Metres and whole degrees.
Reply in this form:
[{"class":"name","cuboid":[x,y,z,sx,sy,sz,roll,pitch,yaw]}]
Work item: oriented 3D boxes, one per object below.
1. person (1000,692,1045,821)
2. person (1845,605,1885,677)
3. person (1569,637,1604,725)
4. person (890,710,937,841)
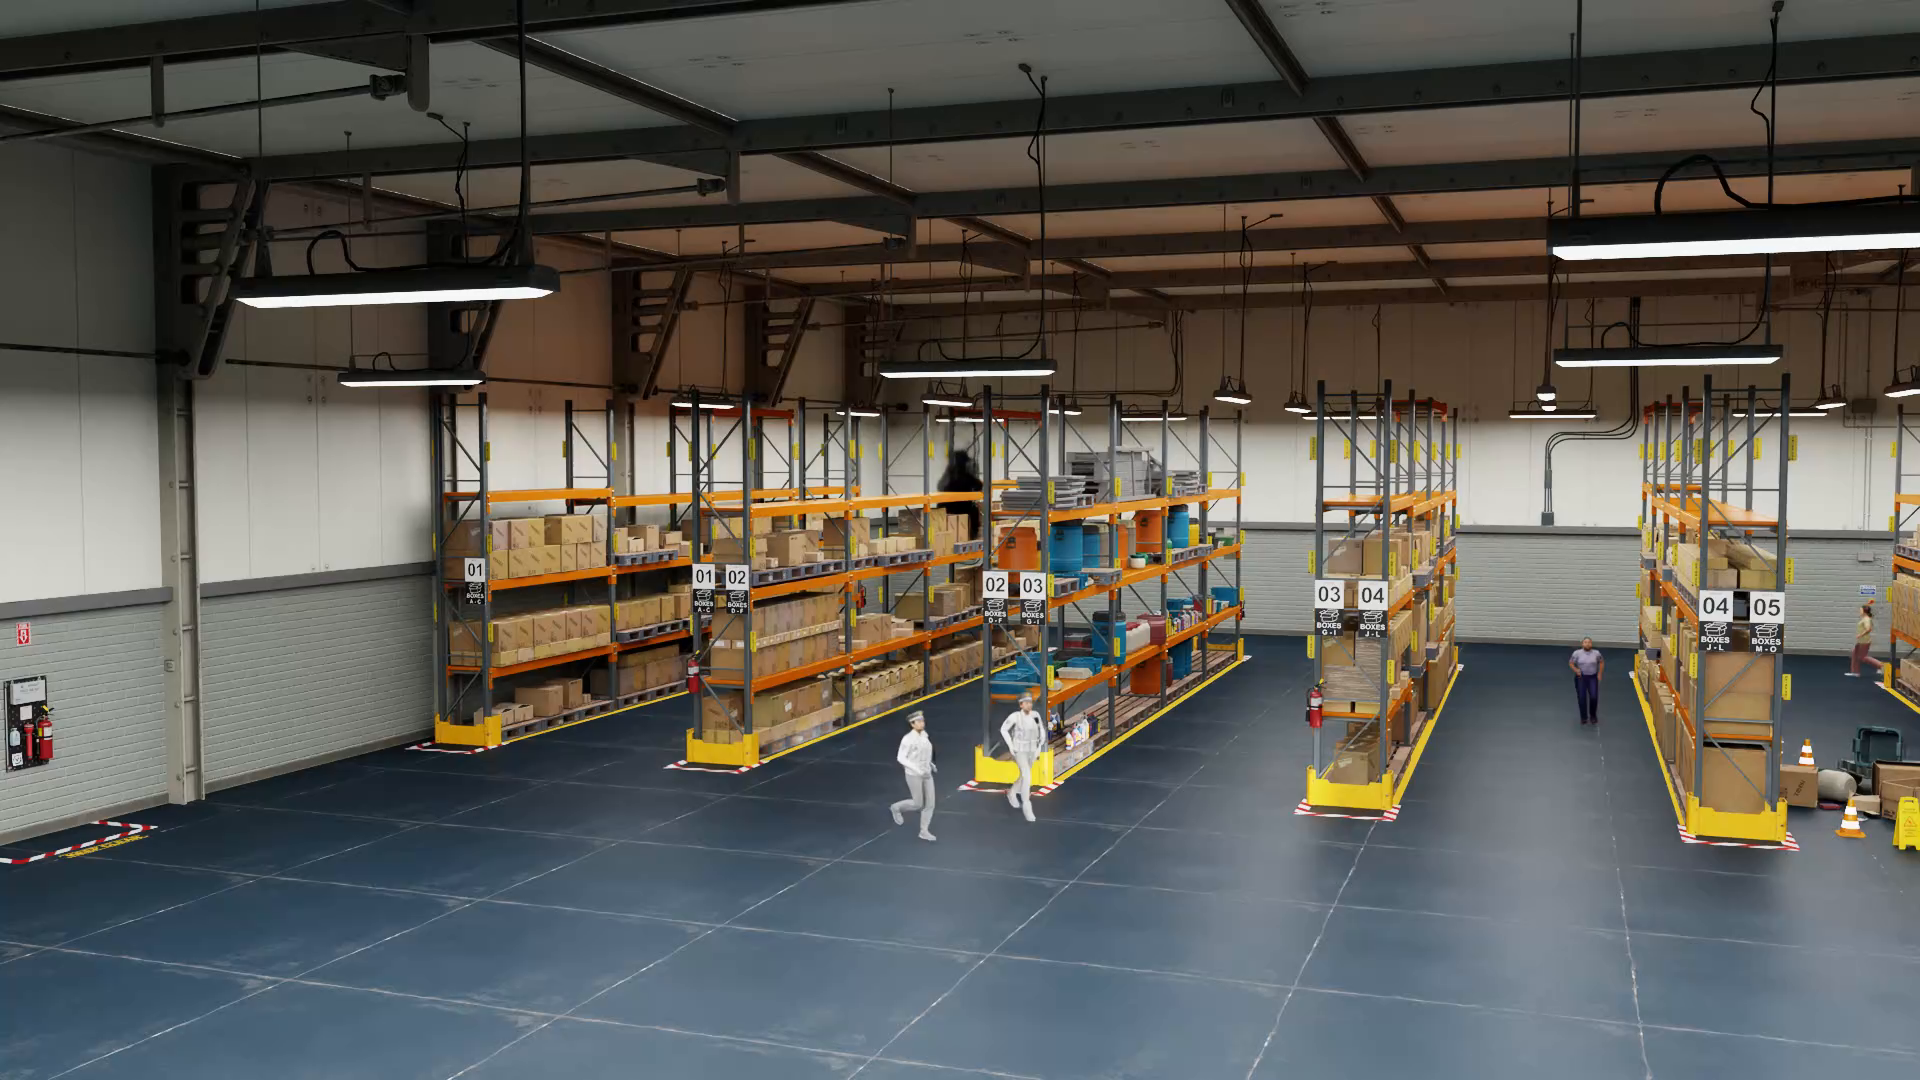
[{"class":"person","cuboid":[0.909,2.932,22.891,0.553,1.733,0.789,-2,4,-31]},{"class":"person","cuboid":[19.946,2.240,36.598,0.831,1.622,0.632,2,4,32]},{"class":"person","cuboid":[11.438,2.577,30.357,0.612,1.620,0.586,1,3,19]},{"class":"person","cuboid":[-0.561,3.026,21.540,0.729,1.667,0.615,3,4,42]}]
